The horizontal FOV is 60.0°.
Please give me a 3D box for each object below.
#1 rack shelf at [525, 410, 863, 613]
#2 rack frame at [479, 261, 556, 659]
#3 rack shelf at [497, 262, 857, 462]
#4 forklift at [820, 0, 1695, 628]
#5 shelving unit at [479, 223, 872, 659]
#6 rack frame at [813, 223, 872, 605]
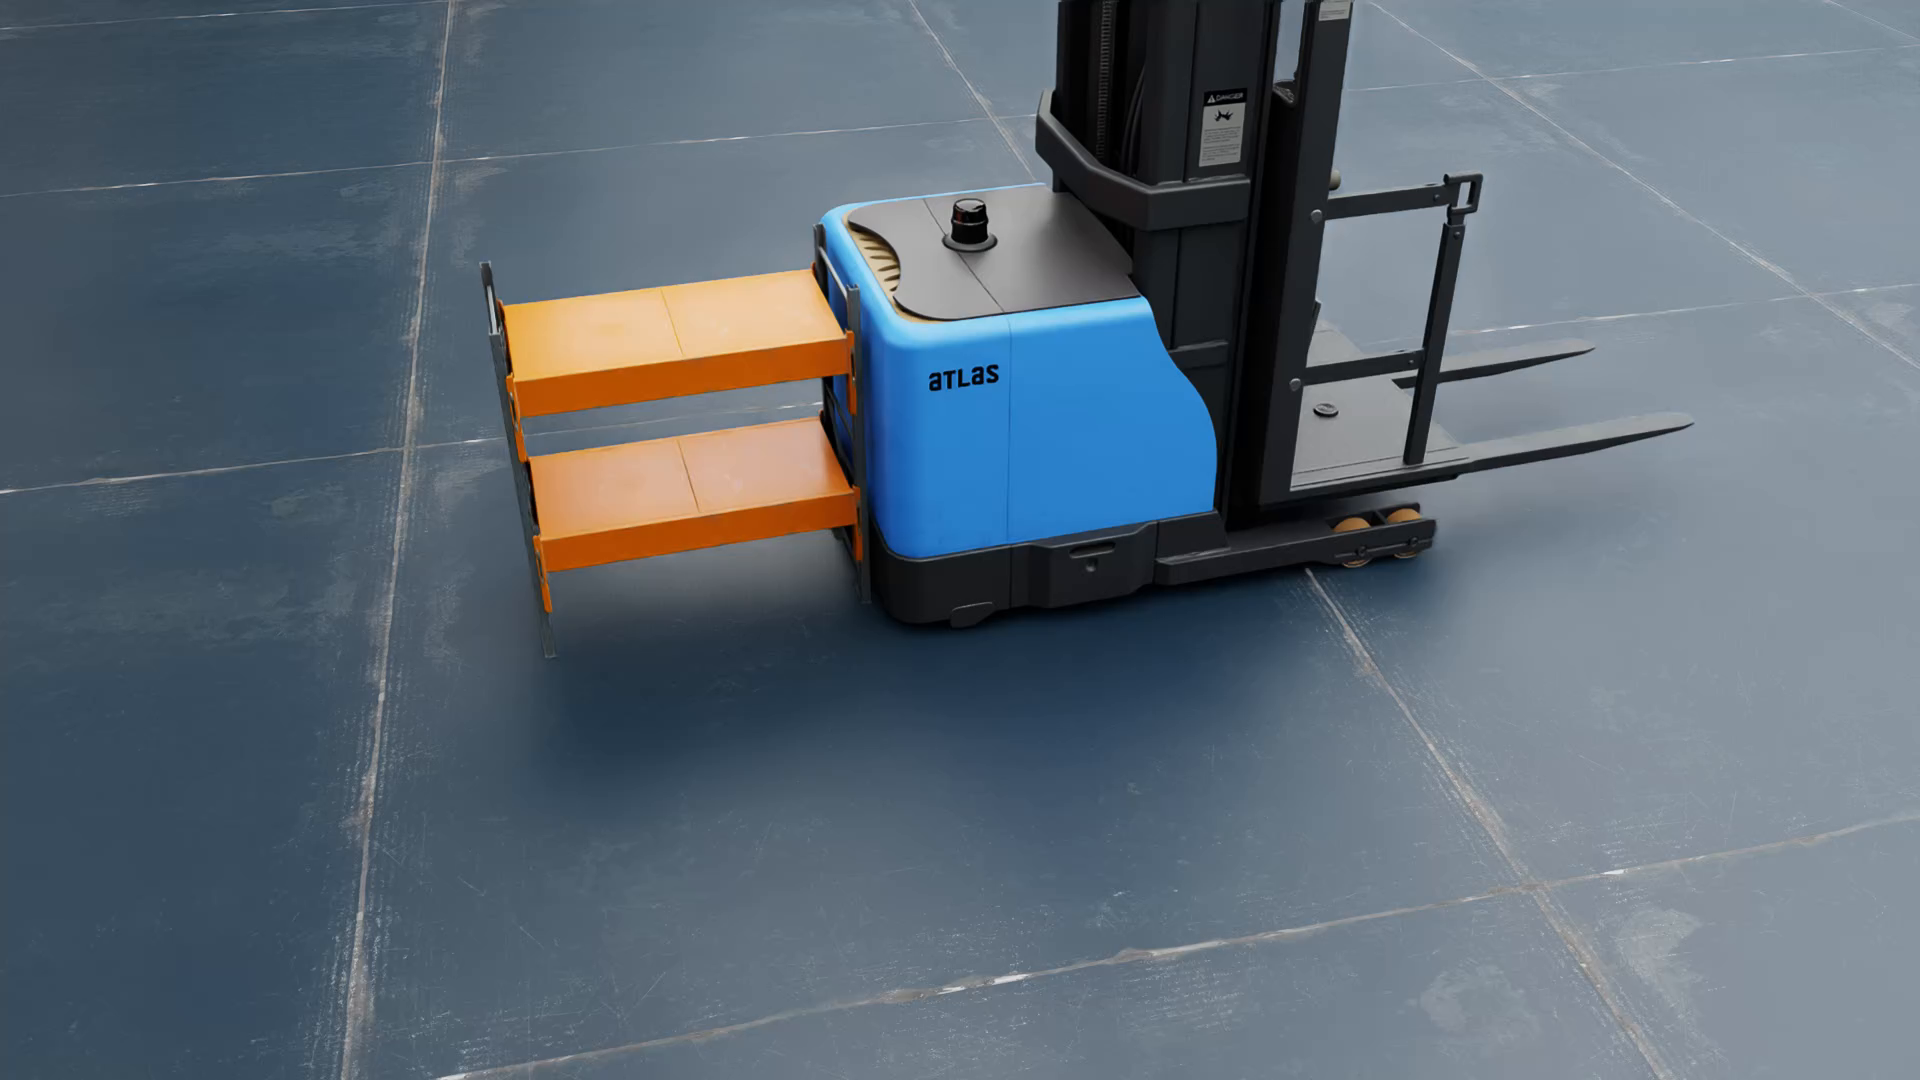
[{"bbox_3d":[-0.862,-0.108,5.340,1.000,0.278,0.538,-9,35,-14],"label":"rack shelf"},{"bbox_3d":[-1.350,-0.231,5.085,0.032,1.125,0.500,-9,35,-14],"label":"rack frame"},{"bbox_3d":[-0.862,-0.554,5.041,1.000,0.278,0.538,-9,35,-14],"label":"rack shelf"},{"bbox_3d":[1.101,-1.397,5.202,3.031,2.935,1.130,-9,35,-14],"label":"forklift"},{"bbox_3d":[-0.862,-0.311,5.204,1.048,1.125,0.538,-9,35,-14],"label":"shelving unit"},{"bbox_3d":[-0.375,-0.391,5.323,0.032,1.125,0.500,-9,35,-14],"label":"rack frame"}]
